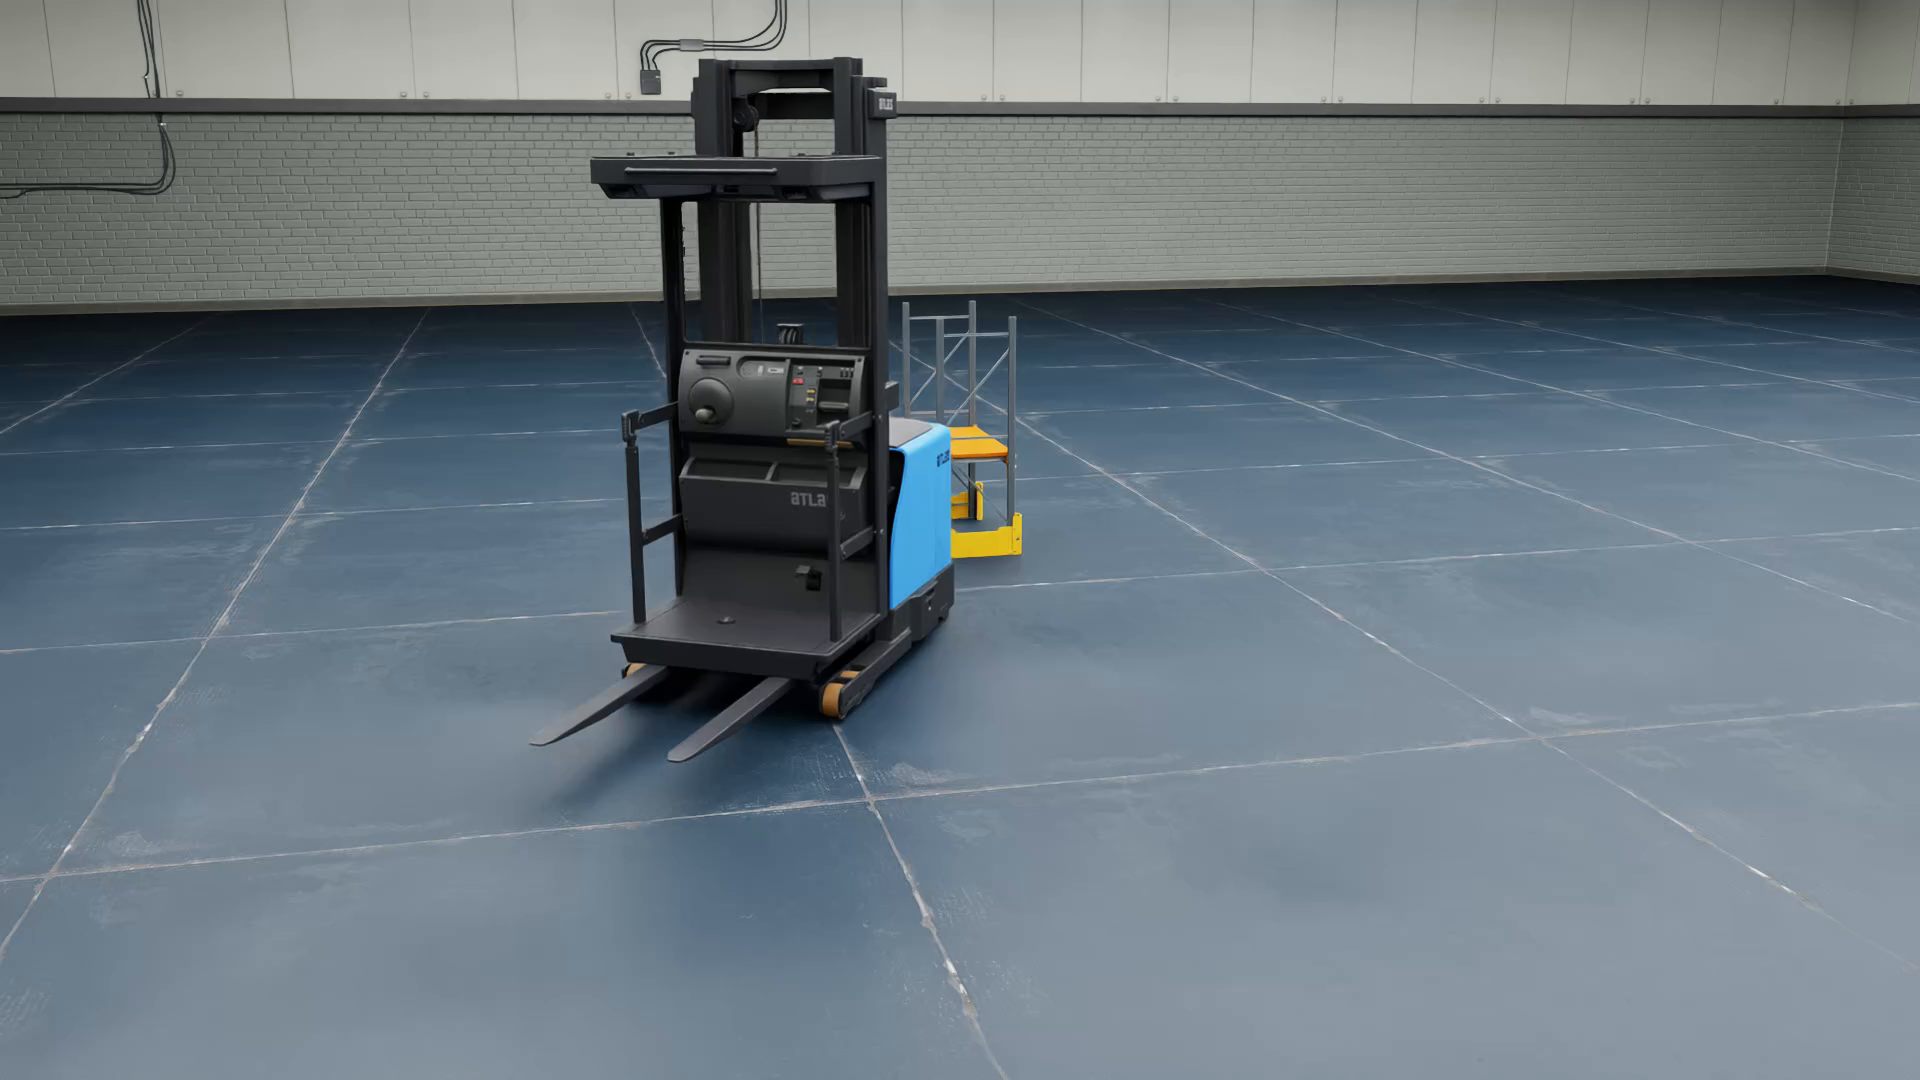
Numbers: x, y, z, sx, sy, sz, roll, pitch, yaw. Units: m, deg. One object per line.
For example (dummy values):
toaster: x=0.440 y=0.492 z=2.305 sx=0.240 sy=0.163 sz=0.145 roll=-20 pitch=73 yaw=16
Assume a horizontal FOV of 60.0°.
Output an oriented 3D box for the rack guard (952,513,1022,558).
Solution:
rack guard: x=0.099 y=-0.024 z=10.499 sx=0.587 sy=0.250 sz=0.087 roll=-3 pitch=14 yaw=-13

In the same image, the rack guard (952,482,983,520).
rack guard: x=-0.135 y=-0.254 z=11.440 sx=0.587 sy=0.250 sz=0.087 roll=-3 pitch=14 yaw=-13

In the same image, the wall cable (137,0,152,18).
wall cable: x=-10.417 y=-8.811 z=23.934 sx=3.097 sy=2.526 sz=0.112 roll=-3 pitch=14 yaw=-13

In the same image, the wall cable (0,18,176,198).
wall cable: x=-13.047 y=-6.207 z=23.916 sx=3.097 sy=2.526 sz=0.112 roll=-3 pitch=14 yaw=-13

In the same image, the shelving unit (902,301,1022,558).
shelving unit: x=-0.018 y=-0.746 z=10.821 sx=0.587 sy=1.500 sz=1.083 roll=-3 pitch=14 yaw=-13

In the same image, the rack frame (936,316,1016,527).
rack frame: x=0.099 y=-0.631 z=10.350 sx=0.500 sy=1.500 sz=0.032 roll=-3 pitch=14 yaw=-13

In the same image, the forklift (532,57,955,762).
forklift: x=-0.952 y=-0.716 z=7.682 sx=1.130 sy=2.935 sz=3.031 roll=4 pitch=14 yaw=17

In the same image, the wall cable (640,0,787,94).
wall cable: x=-3.815 y=-9.893 z=25.295 sx=2.305 sy=6.003 sz=0.169 roll=-3 pitch=14 yaw=-13

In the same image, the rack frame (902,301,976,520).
rack frame: x=-0.139 y=-0.866 z=11.310 sx=0.500 sy=1.500 sz=0.032 roll=-3 pitch=14 yaw=-13

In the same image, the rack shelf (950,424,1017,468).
rack shelf: x=-0.020 y=-0.574 z=10.872 sx=0.538 sy=0.185 sz=1.000 roll=-3 pitch=14 yaw=-13
